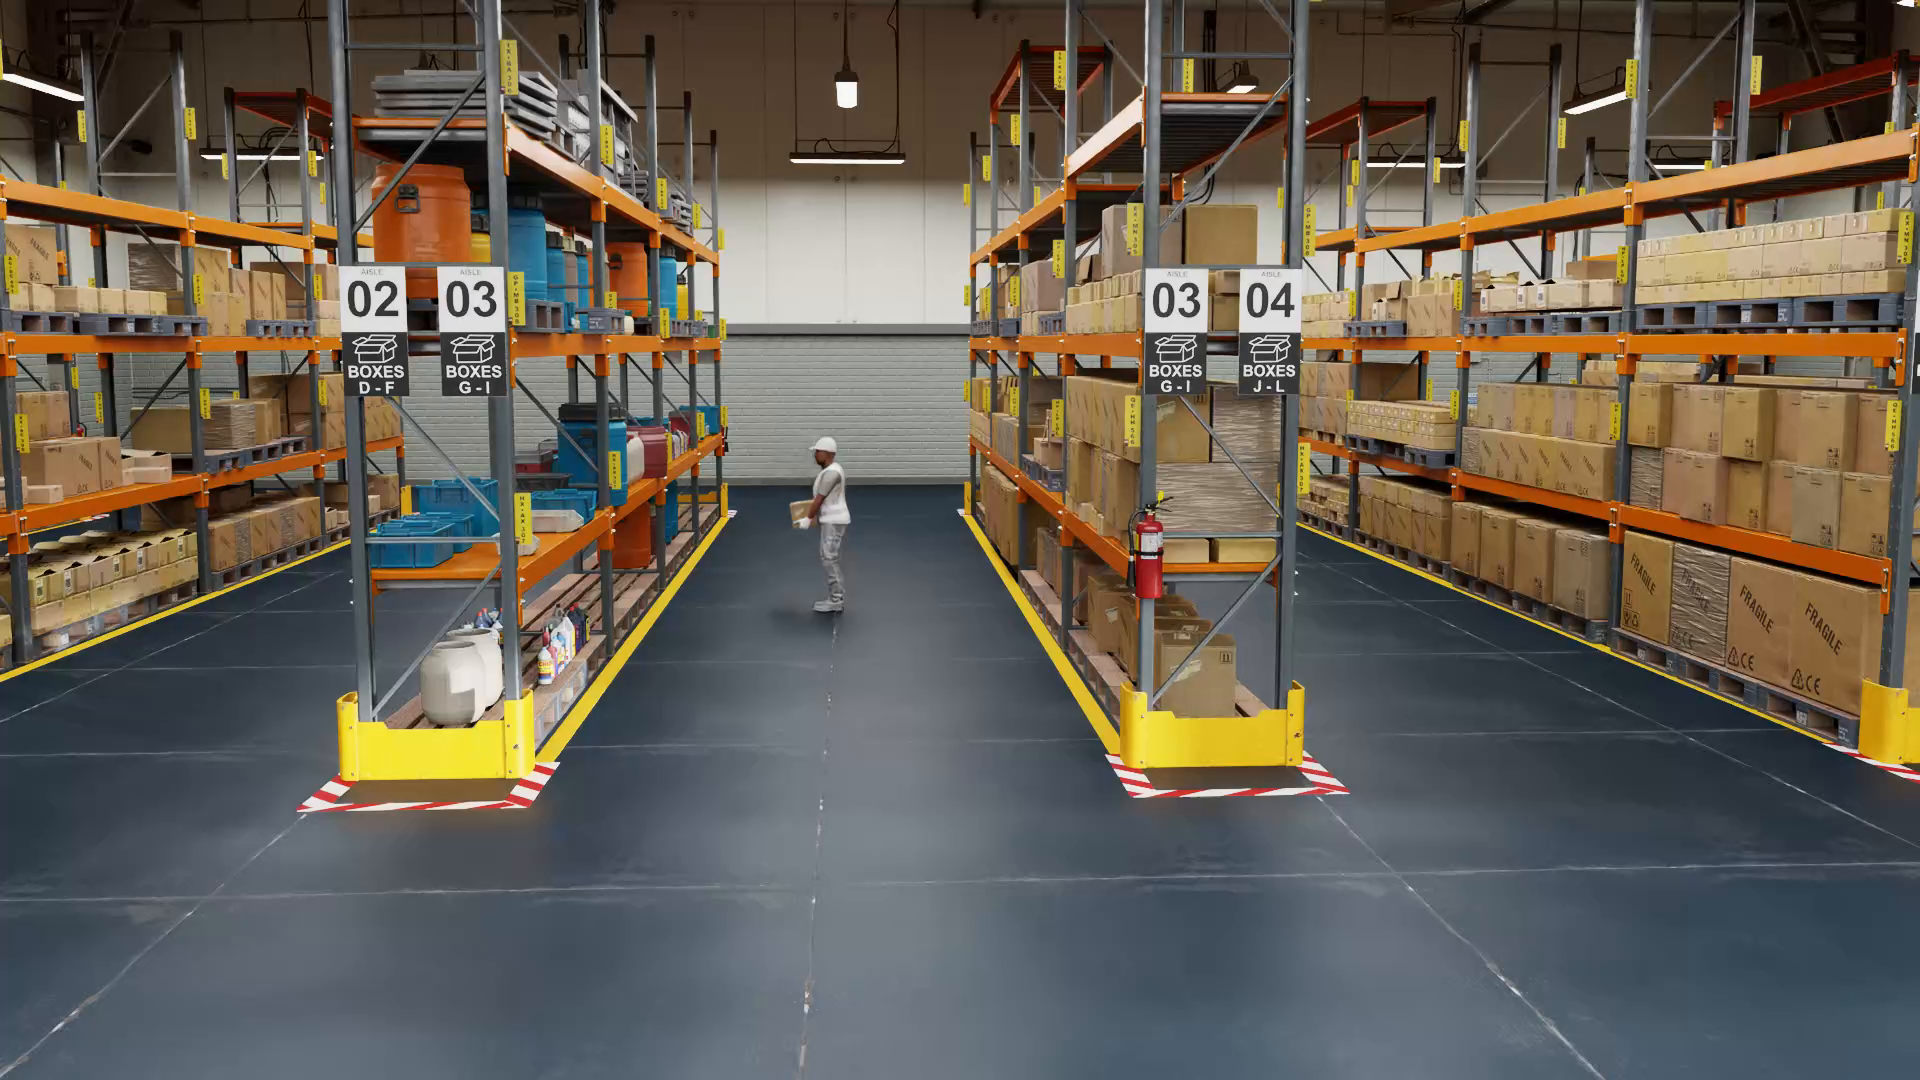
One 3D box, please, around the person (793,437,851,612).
[{"bbox_3d":[-1.415,-0.163,17.042,0.587,1.778,0.491,-1,7,-5],"label":"person"}]
